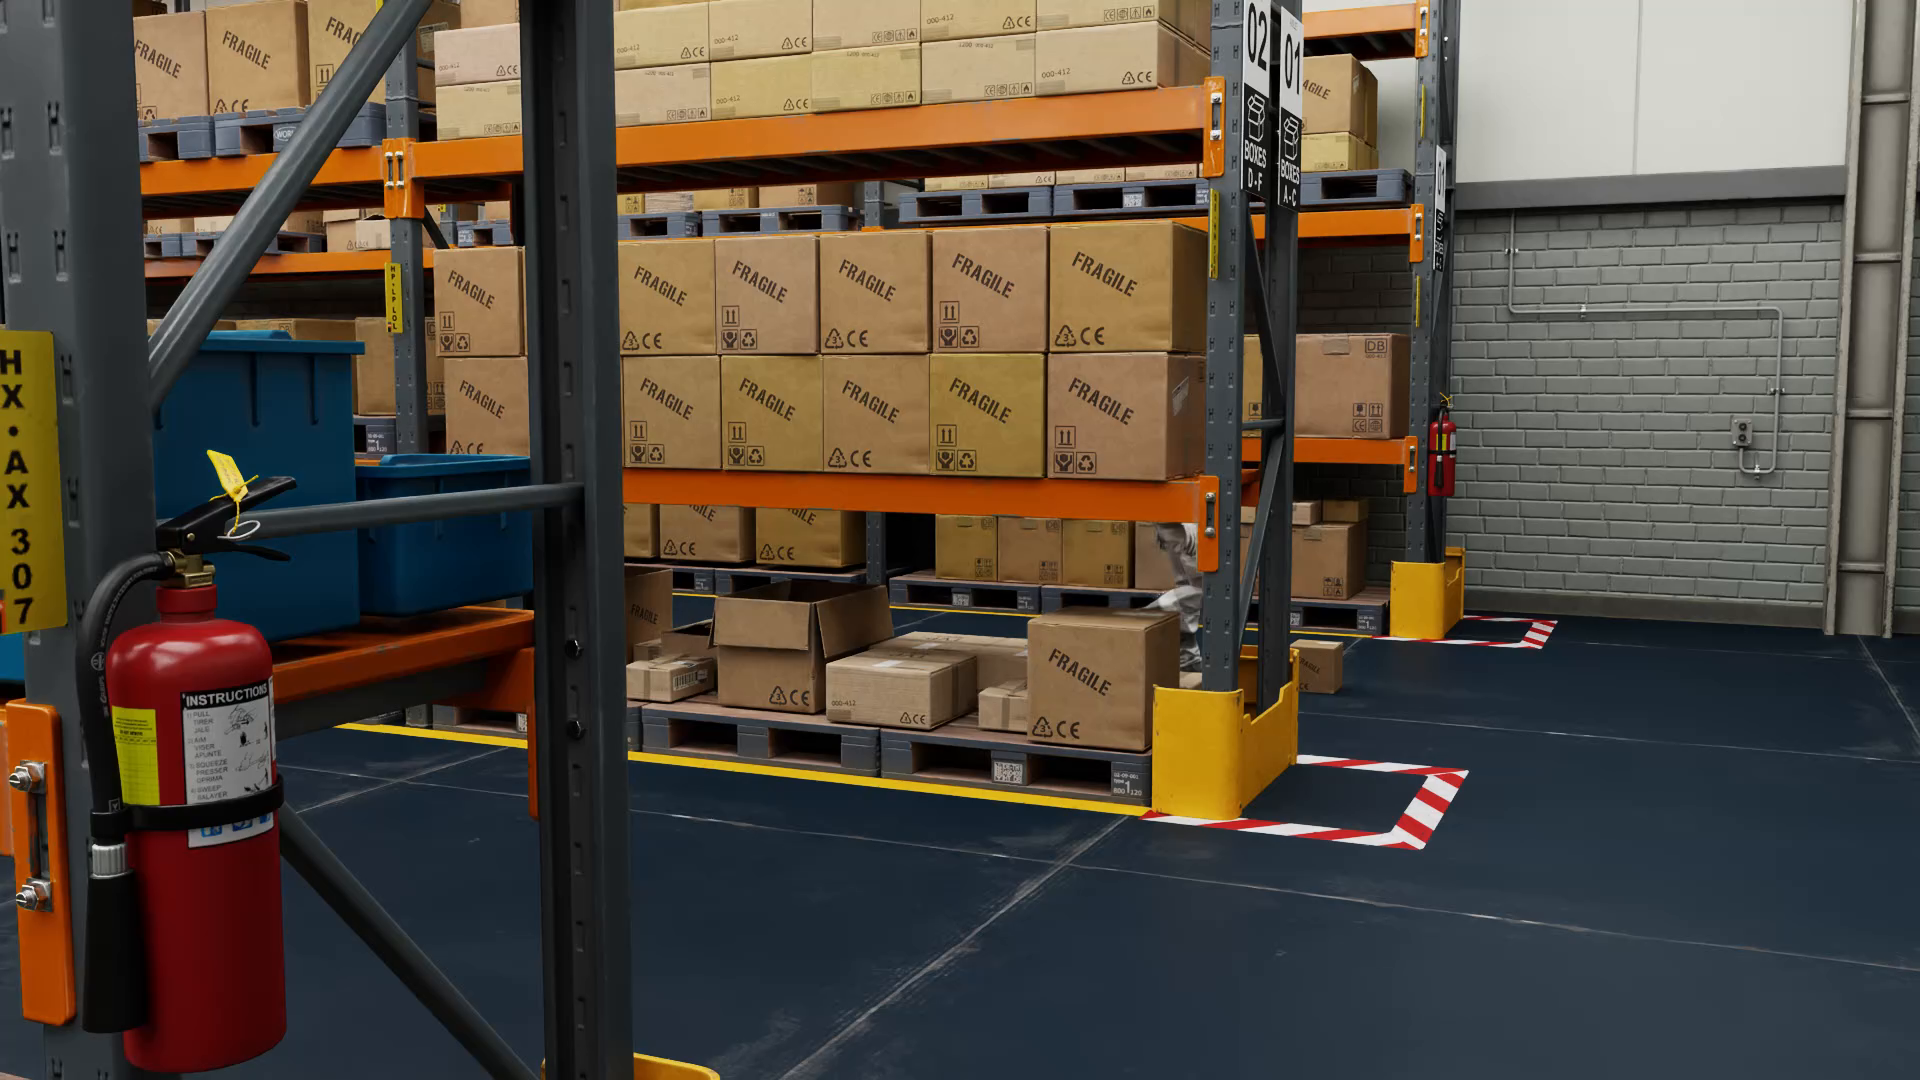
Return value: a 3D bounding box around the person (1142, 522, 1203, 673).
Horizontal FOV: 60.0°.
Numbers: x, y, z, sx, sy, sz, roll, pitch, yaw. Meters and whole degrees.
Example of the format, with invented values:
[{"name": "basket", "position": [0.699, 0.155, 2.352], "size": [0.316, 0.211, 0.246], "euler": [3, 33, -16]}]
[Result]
[{"name": "person", "position": [1.200, -0.099, 9.228], "size": [0.650, 1.779, 0.563], "euler": [-1, 6, -5]}]
